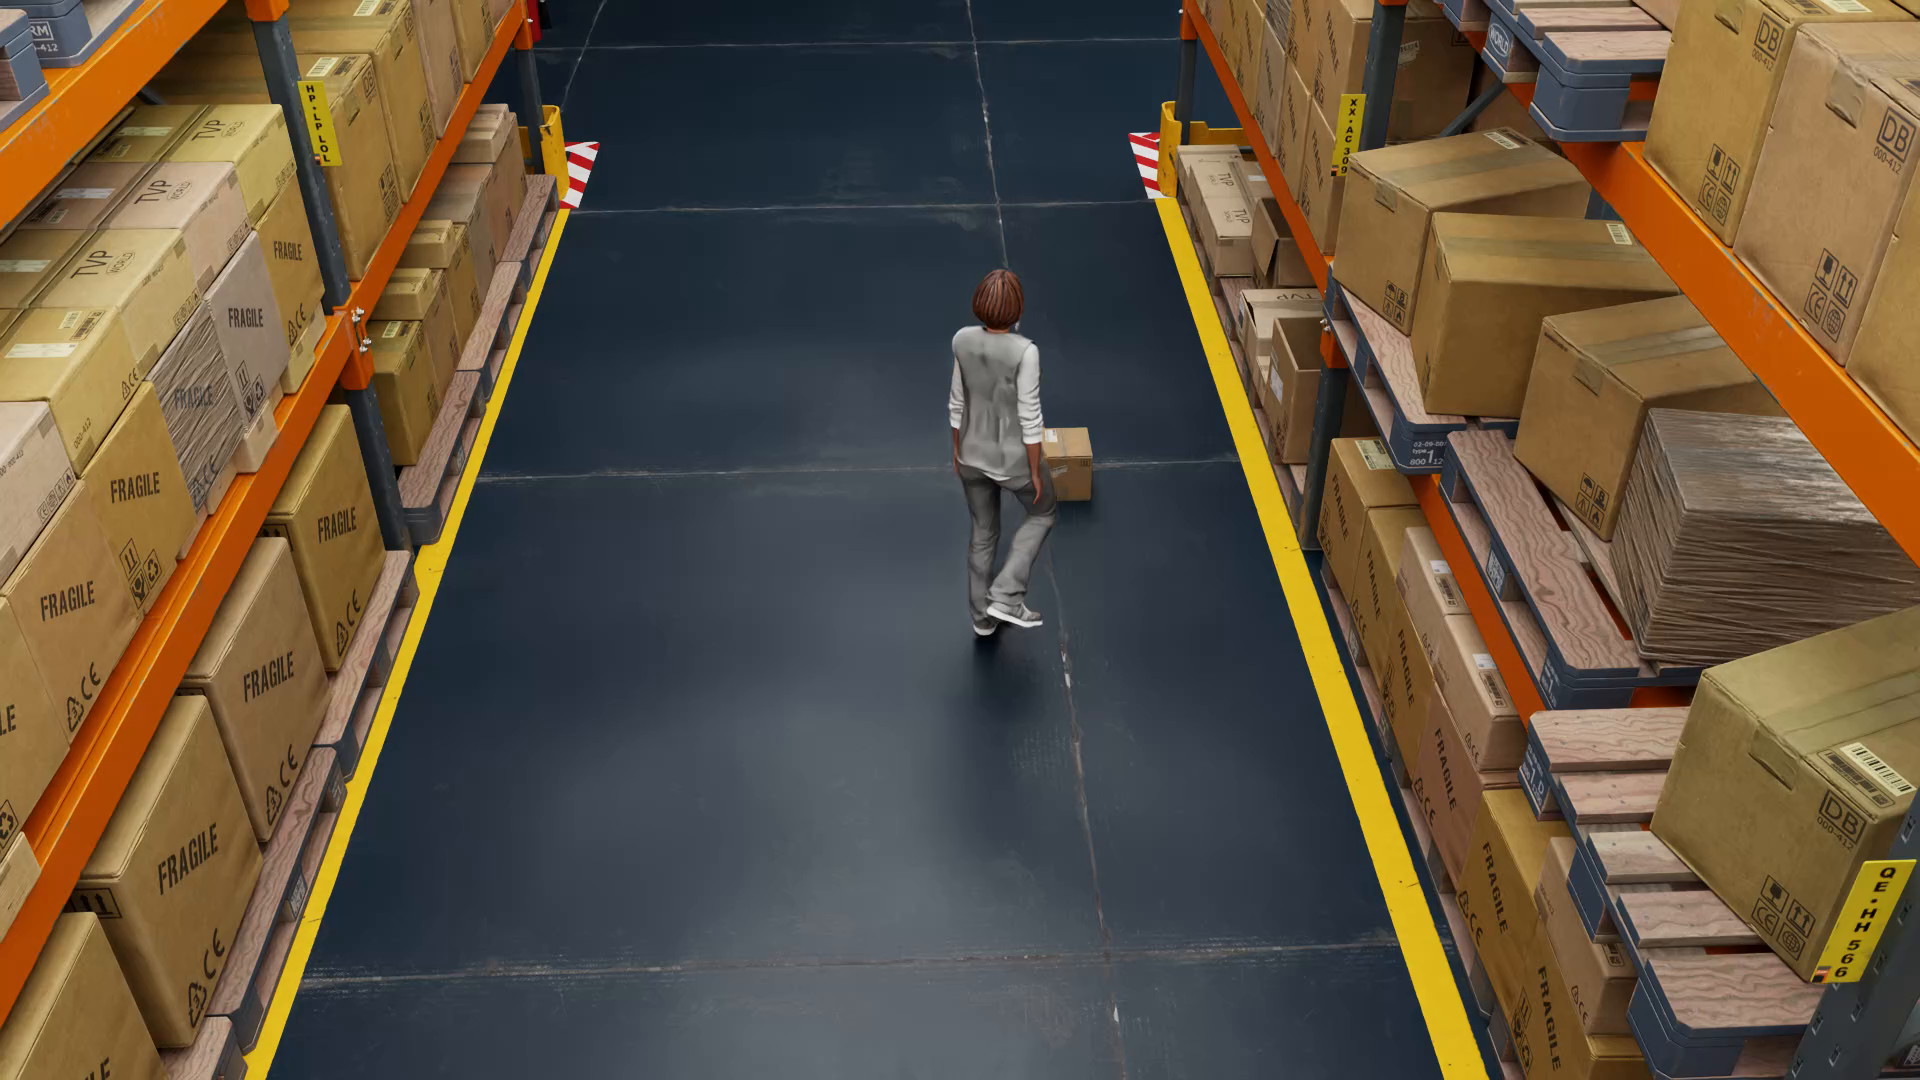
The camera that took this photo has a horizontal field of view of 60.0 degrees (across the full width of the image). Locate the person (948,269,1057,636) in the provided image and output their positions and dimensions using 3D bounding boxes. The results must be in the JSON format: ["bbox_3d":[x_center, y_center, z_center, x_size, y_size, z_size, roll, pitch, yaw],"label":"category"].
[{"bbox_3d":[0.155,-0.311,6.567,0.463,1.596,0.428,17,39,22],"label":"person"}]
